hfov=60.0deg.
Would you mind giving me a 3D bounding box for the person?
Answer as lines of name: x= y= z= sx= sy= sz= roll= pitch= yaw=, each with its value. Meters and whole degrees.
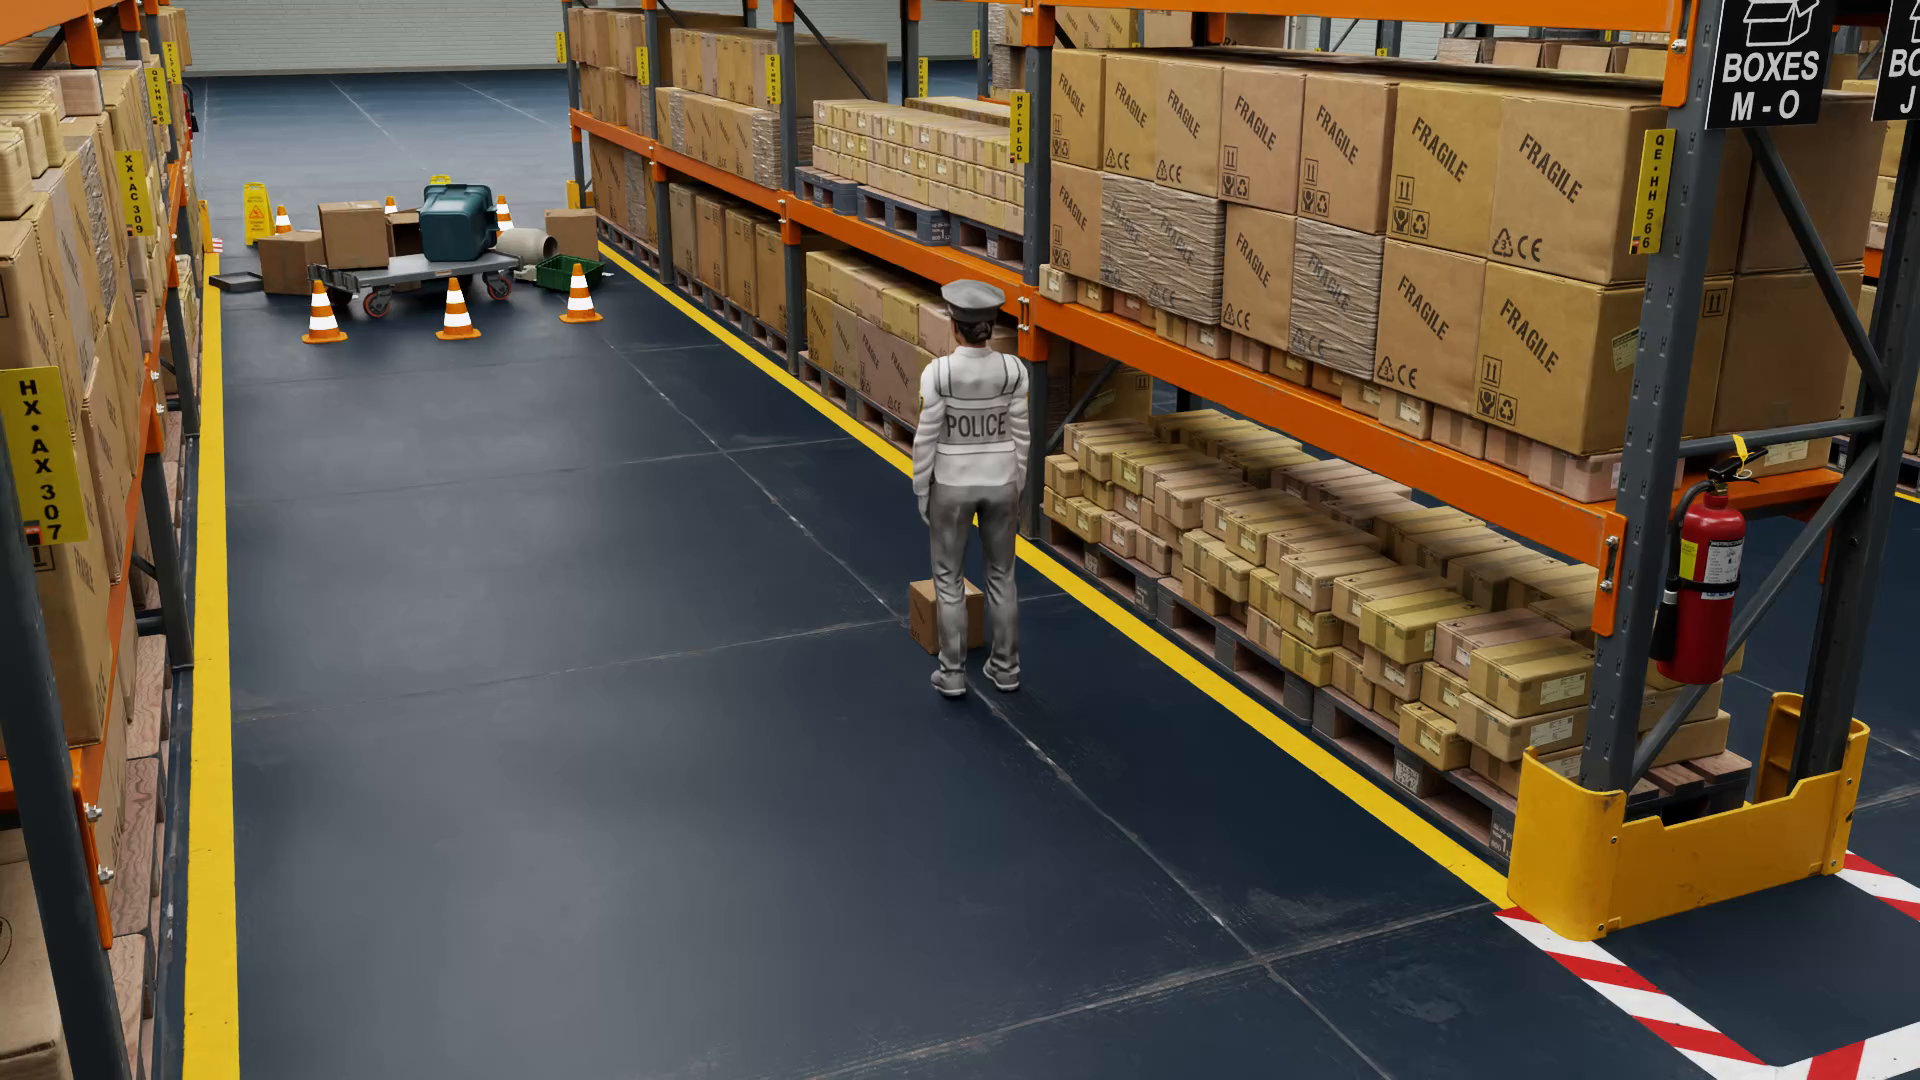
person: x=0.039 y=-0.187 z=6.624 sx=0.467 sy=1.688 sz=0.333 roll=-4 pitch=19 yaw=-12
